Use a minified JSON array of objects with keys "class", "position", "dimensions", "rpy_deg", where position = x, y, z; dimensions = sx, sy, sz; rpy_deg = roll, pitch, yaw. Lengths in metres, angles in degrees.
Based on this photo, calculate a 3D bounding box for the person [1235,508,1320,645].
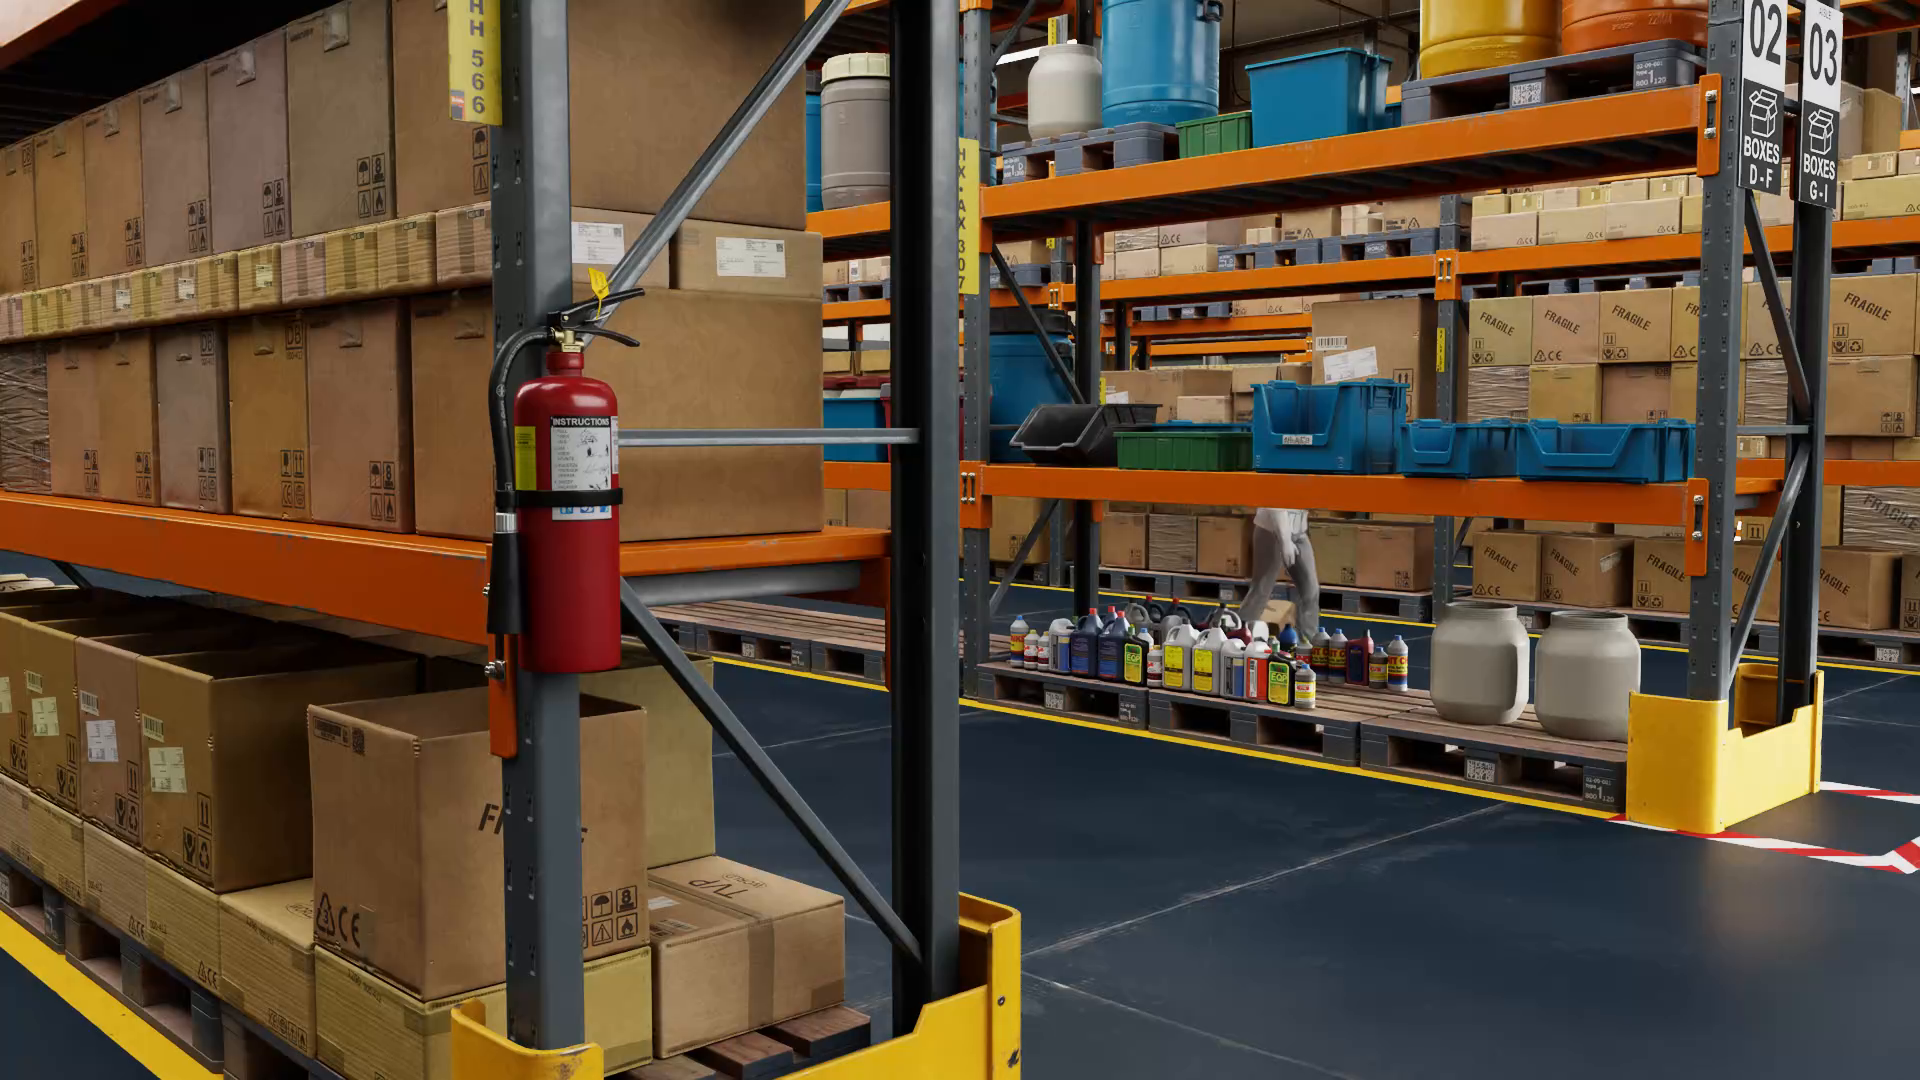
[{"class":"person","position":[1.974,-0.006,10.167],"dimensions":[0.692,1.702,0.514],"rpy_deg":[3,5,36]}]
